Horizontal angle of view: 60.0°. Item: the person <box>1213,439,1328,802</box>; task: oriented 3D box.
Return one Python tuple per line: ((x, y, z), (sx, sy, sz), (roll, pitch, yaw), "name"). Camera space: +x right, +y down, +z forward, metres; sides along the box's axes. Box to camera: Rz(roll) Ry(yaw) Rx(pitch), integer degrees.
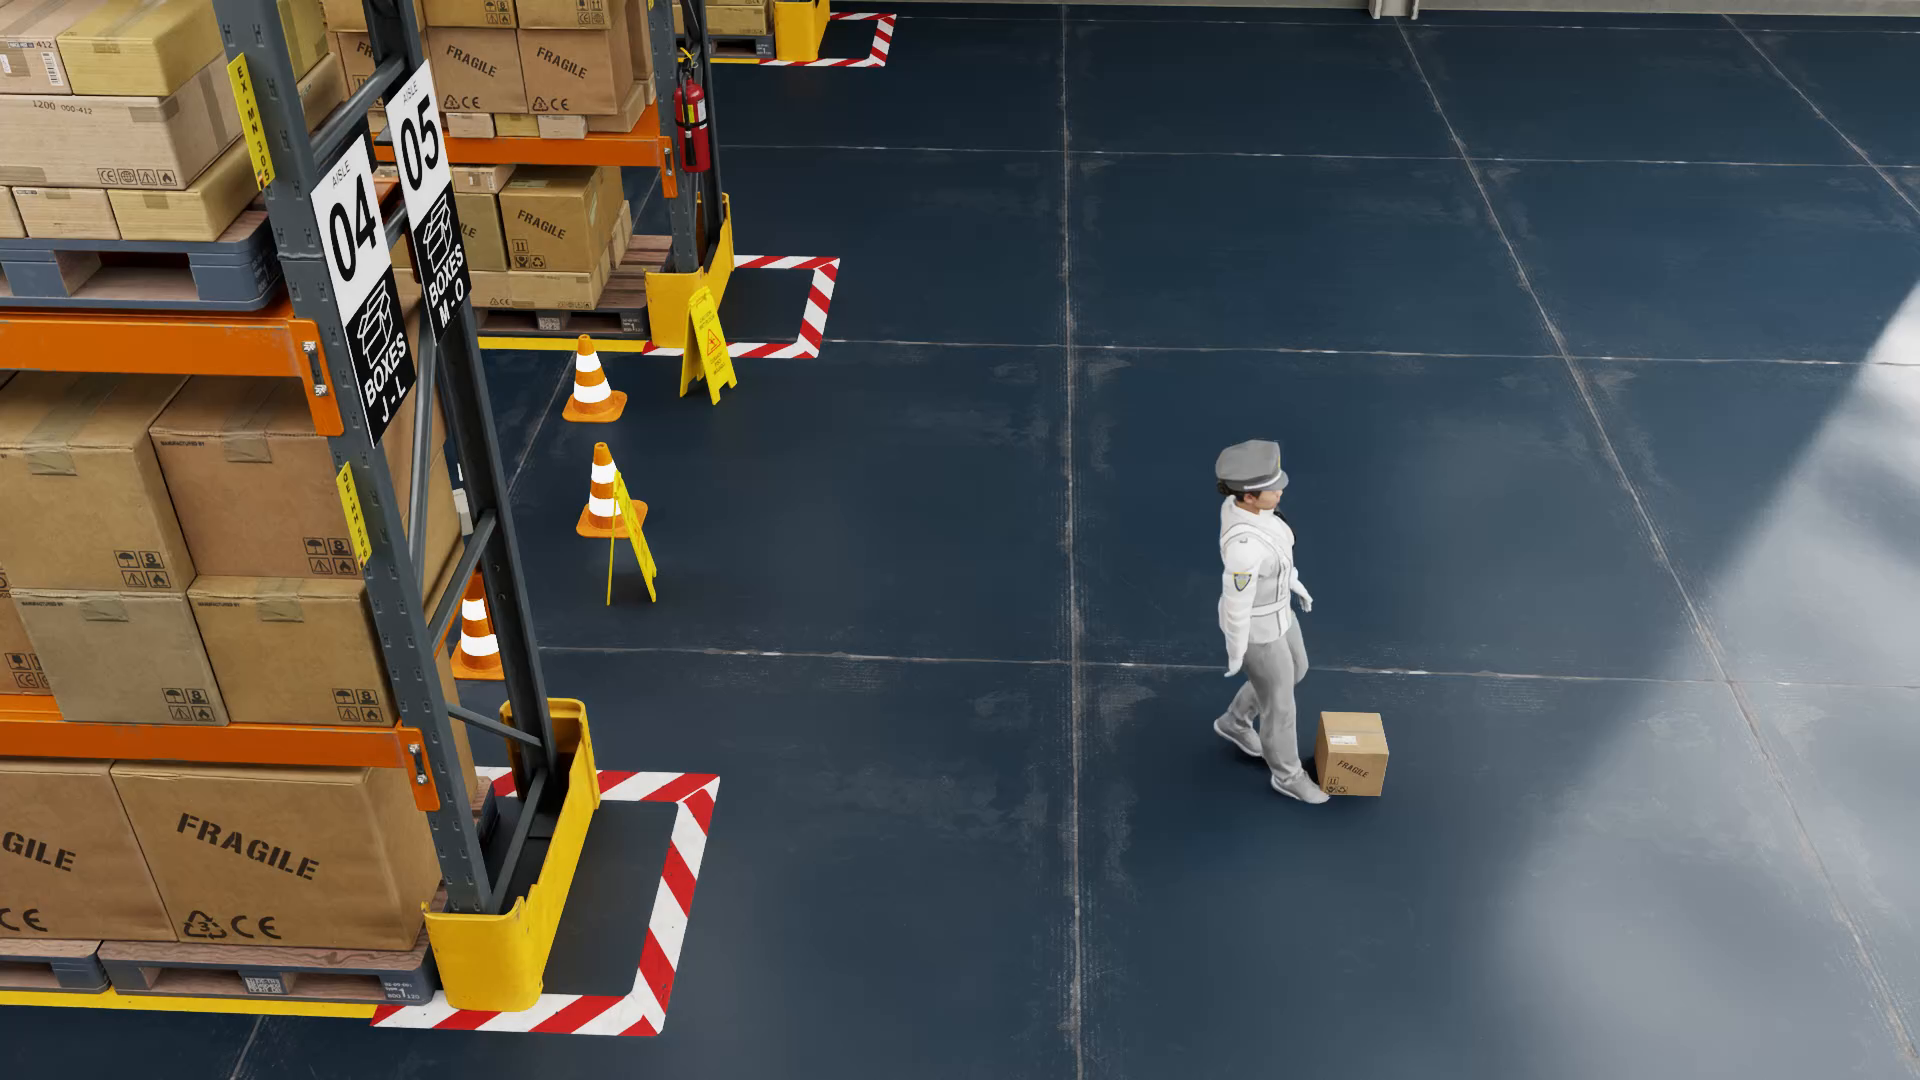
((1.283, 0.350, 6.675), (0.649, 1.717, 0.544), (5, 36, 7), "person")
